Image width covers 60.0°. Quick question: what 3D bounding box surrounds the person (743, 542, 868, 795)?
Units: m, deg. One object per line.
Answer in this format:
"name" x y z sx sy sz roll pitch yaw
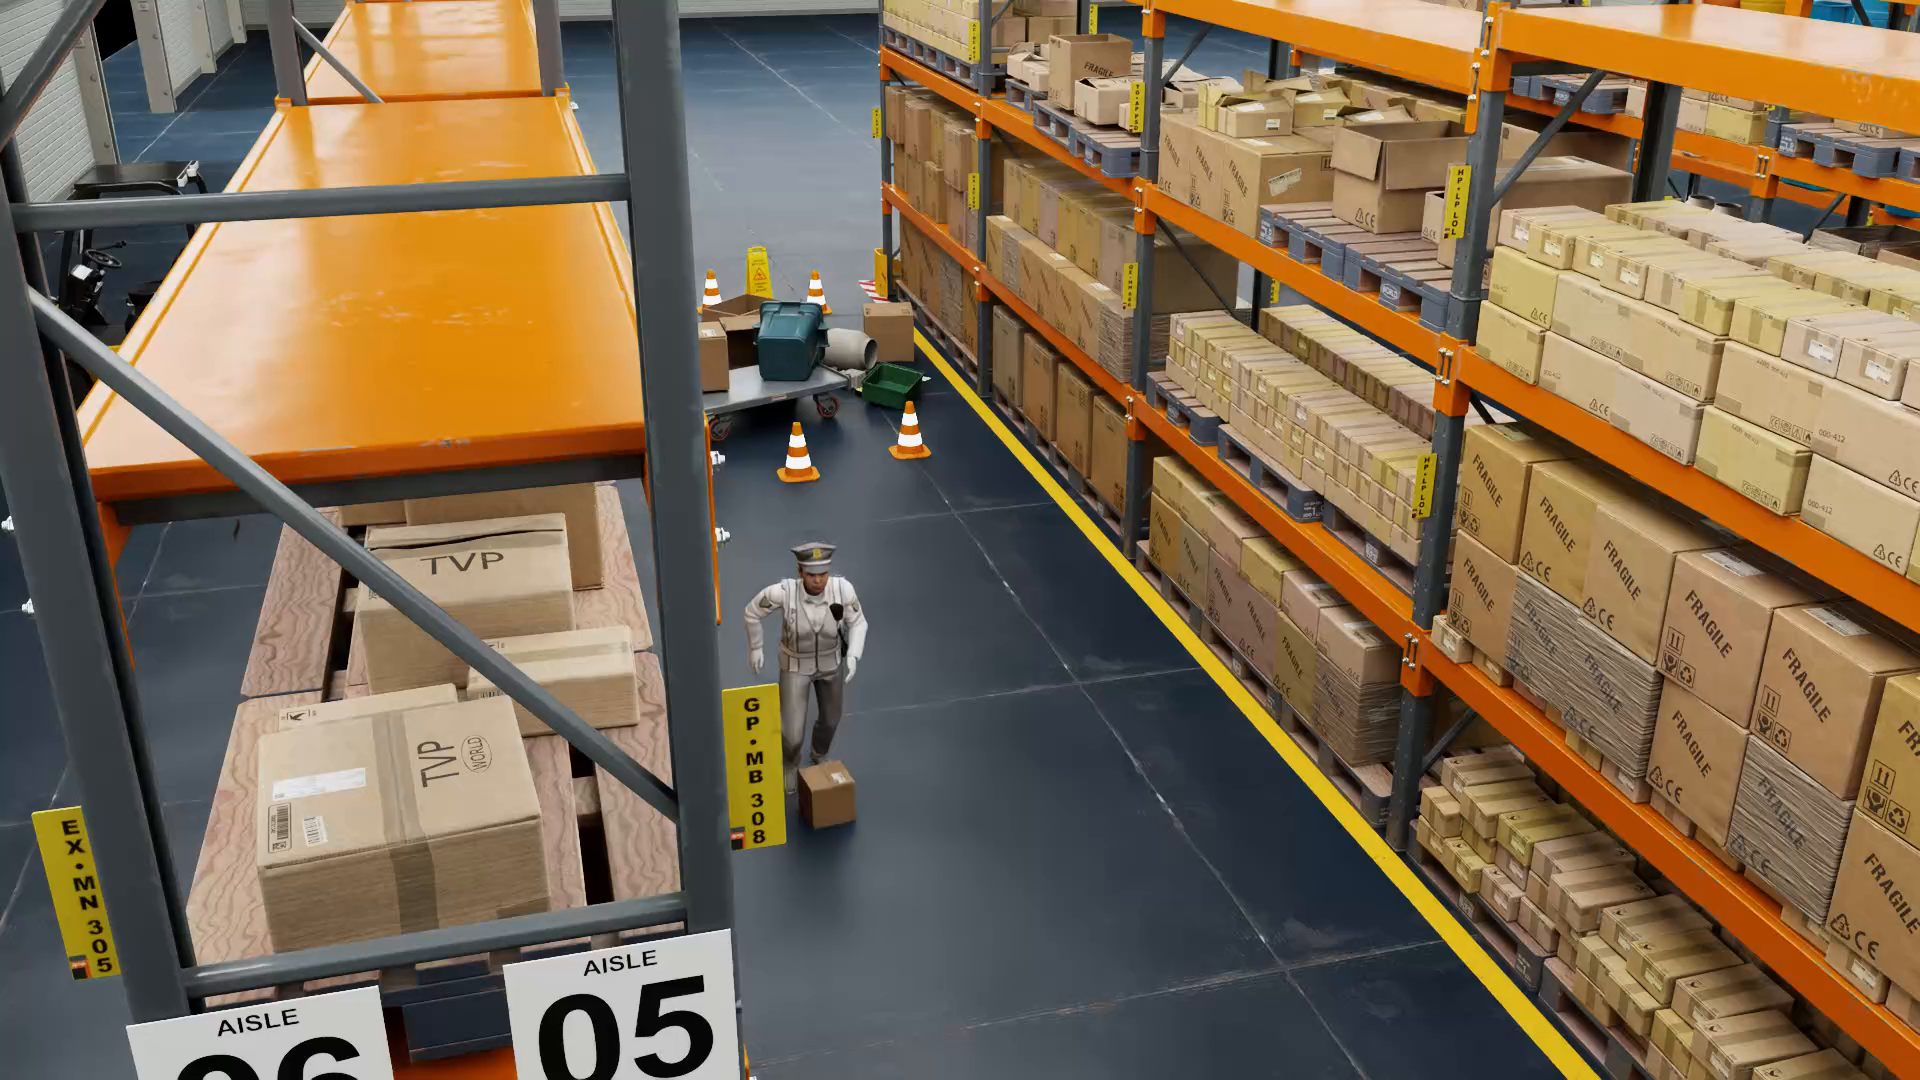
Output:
"person" -0.822 0.696 9.072 0.639 1.602 0.739 -8 24 -19
